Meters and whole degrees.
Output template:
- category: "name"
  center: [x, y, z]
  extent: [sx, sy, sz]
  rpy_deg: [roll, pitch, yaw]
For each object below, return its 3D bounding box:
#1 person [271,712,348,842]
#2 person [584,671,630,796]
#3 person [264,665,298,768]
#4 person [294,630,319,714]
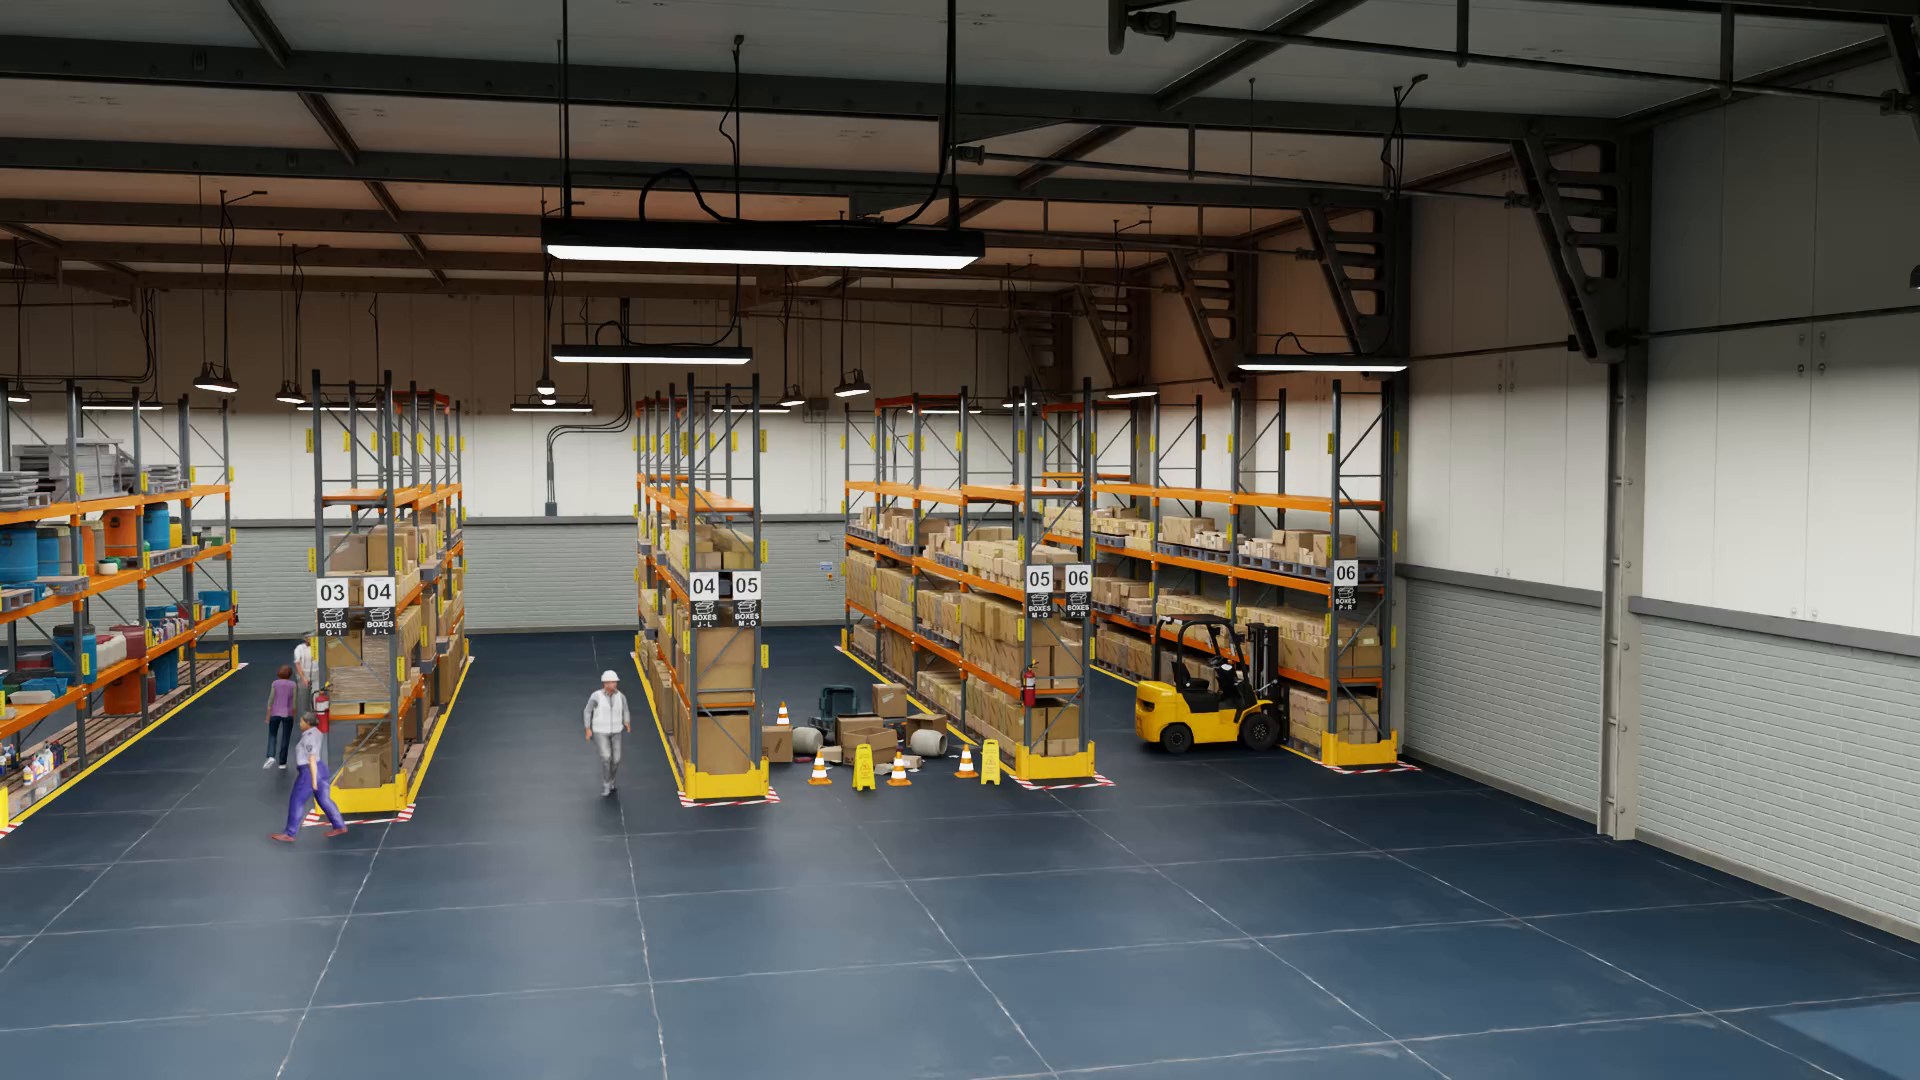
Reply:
- category: "person"
  center: [-8.232, 2.979, 21.027]
  extent: [0.843, 1.622, 0.507]
  rpy_deg: [0, 3, 1]
- category: "person"
  center: [-5.049, 2.797, 23.947]
  extent: [0.624, 1.821, 0.650]
  rpy_deg: [-2, 4, -33]
- category: "person"
  center: [-10.434, 2.718, 25.537]
  extent: [0.510, 1.602, 0.367]
  rpy_deg: [-1, 3, -13]
- category: "person"
  center: [-11.505, 2.434, 29.419]
  extent: [0.509, 1.709, 0.979]
  rpy_deg: [-1, 4, -24]
